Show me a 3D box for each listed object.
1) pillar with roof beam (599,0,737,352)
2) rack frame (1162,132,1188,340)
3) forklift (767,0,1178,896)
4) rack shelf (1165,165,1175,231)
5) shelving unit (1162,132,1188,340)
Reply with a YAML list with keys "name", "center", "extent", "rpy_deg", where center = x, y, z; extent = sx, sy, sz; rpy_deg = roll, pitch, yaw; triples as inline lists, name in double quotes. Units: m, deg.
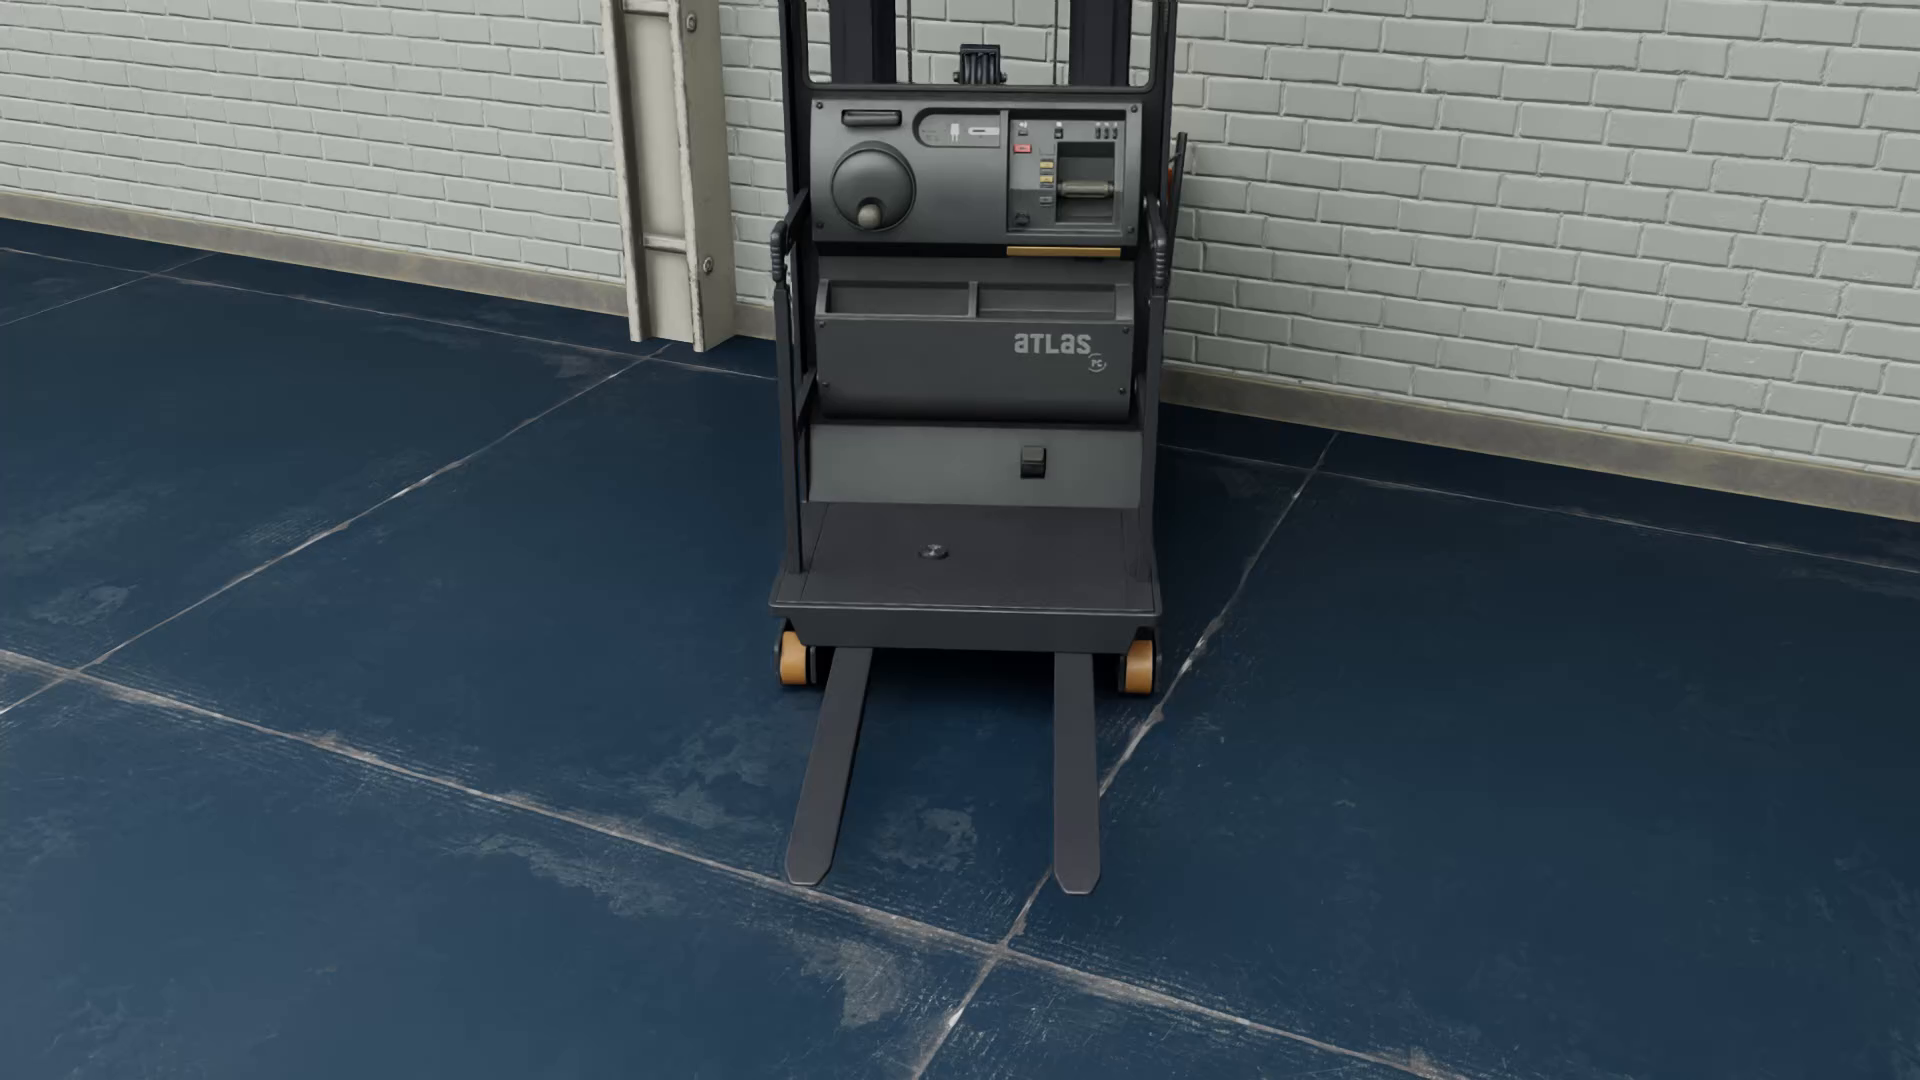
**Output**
- name: "pillar with roof beam"
  center: [-3.048, -3.245, 2.153]
  extent: [0.400, 9.000, 9.100]
  rpy_deg: [11, 28, 22]
- name: "rack frame"
  center: [0.725, -0.967, 6.426]
  extent: [0.032, 1.125, 0.500]
  rpy_deg: [14, 28, 20]
- name: "forklift"
  center: [0.035, -1.011, 4.486]
  extent: [1.130, 2.935, 3.031]
  rpy_deg: [1, 26, 3]
- name: "rack shelf"
  center: [0.280, -1.347, 6.469]
  extent: [1.000, 0.278, 0.538]
  rpy_deg: [14, 28, 20]
- name: "shelving unit"
  center: [0.261, -1.085, 6.599]
  extent: [1.048, 1.125, 0.538]
  rpy_deg: [14, 28, 20]
